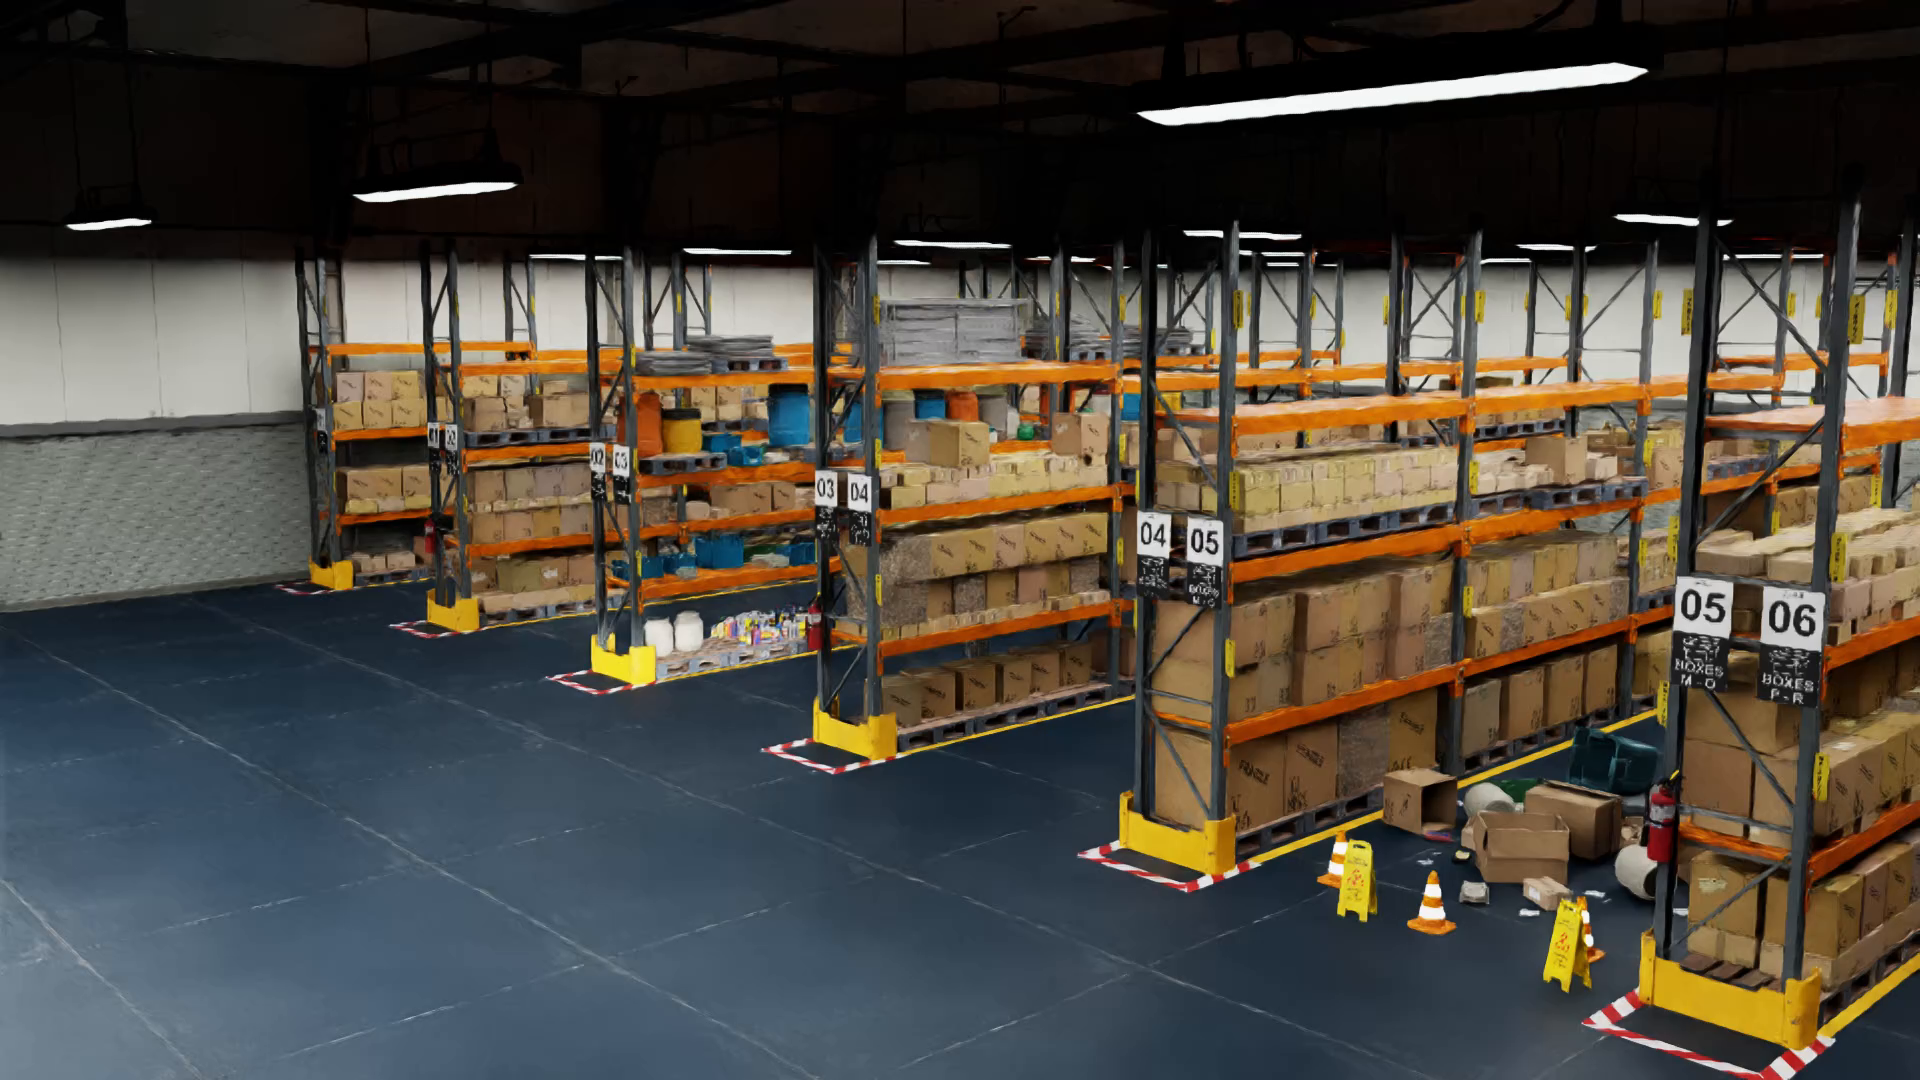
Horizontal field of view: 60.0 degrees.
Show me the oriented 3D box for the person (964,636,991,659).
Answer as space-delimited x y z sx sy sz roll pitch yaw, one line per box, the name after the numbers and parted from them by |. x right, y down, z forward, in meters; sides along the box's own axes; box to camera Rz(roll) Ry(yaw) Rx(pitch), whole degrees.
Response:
0.231 1.020 22.256 0.682 1.778 0.595 -4 9 -25 | person

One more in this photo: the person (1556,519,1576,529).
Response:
11.527 -0.377 31.905 1.090 1.712 0.576 -6 10 -33 | person
